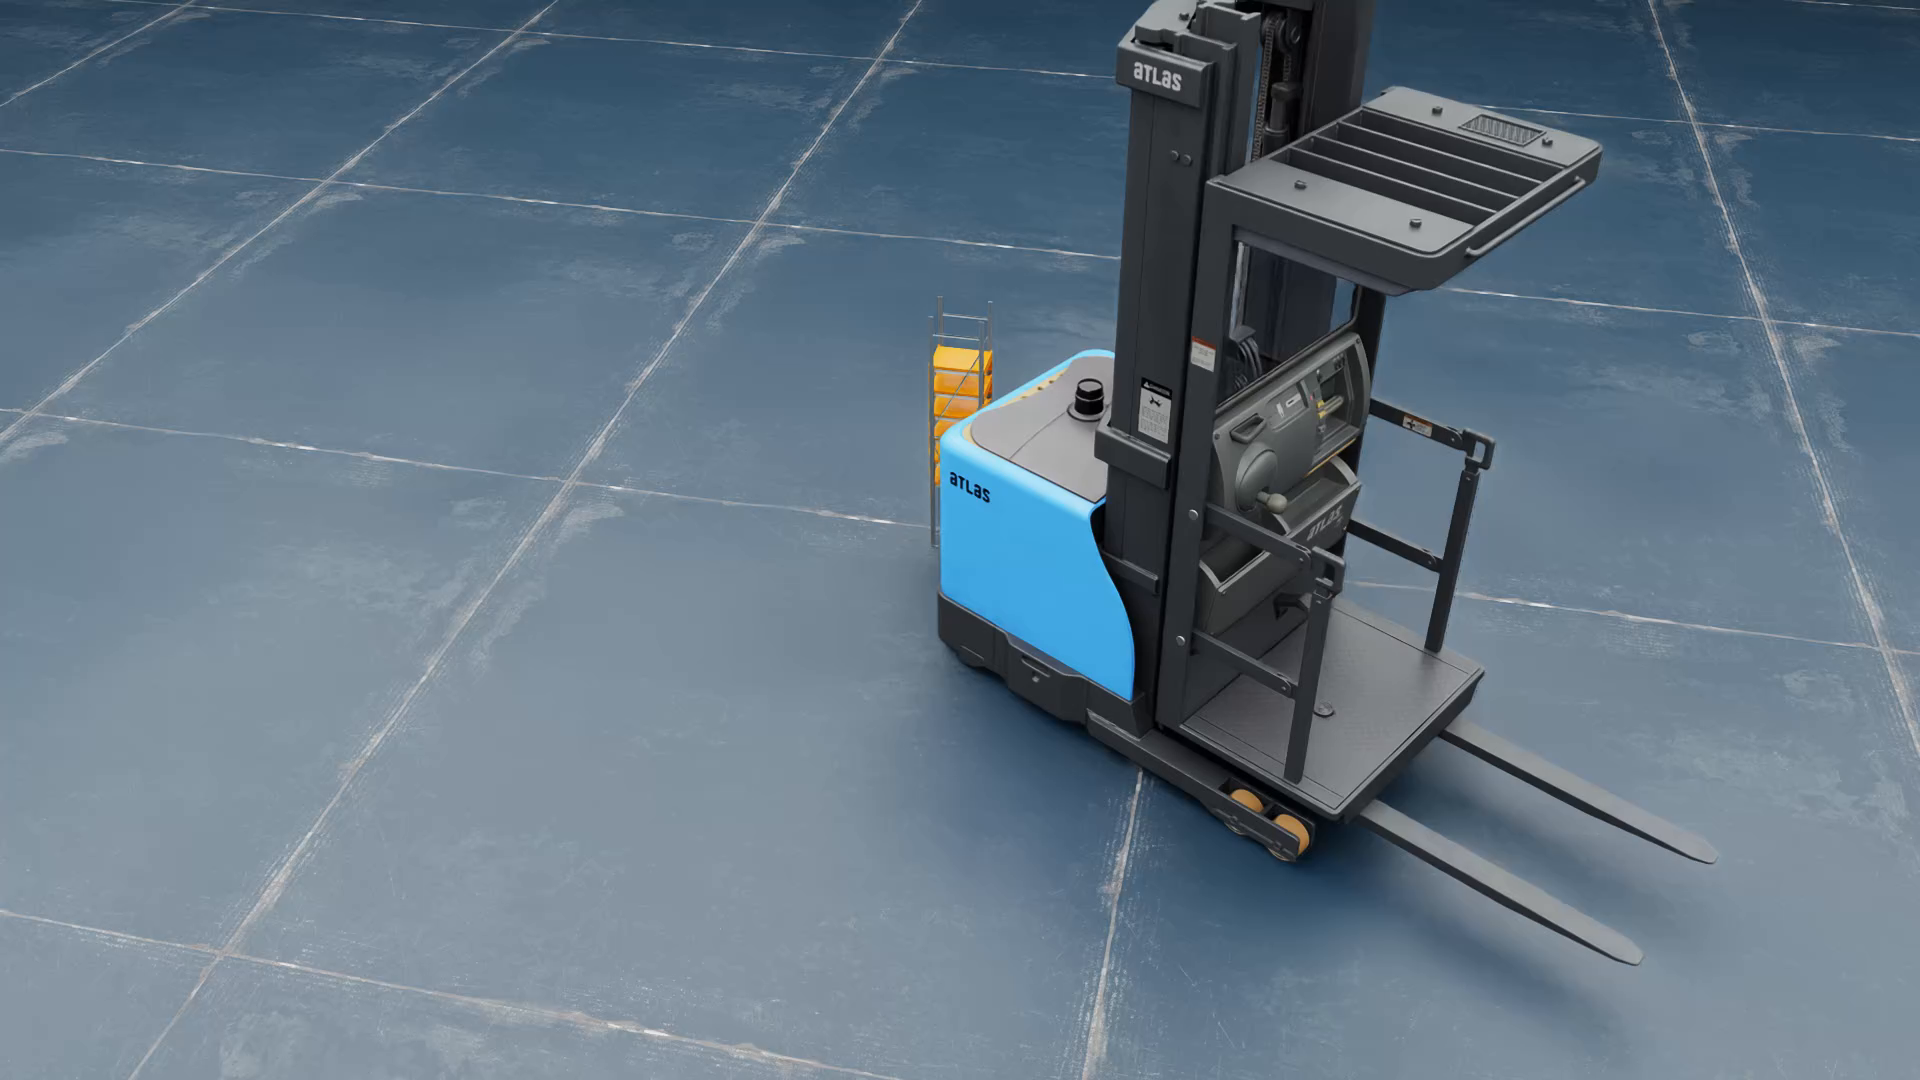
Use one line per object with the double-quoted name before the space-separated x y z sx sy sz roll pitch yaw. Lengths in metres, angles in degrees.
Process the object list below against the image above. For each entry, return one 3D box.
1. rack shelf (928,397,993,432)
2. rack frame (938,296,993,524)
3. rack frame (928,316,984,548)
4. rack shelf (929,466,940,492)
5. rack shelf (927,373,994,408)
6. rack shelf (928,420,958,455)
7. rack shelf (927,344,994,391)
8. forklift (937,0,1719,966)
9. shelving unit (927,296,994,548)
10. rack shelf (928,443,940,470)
"rack shelf" 0.003 -0.555 7.365 0.258 0.103 0.180 7 37 10
"rack frame" 0.023 -0.547 7.482 0.240 1.200 0.006 7 37 10
"rack frame" -0.016 -0.442 7.337 0.240 1.200 0.006 7 37 10
"rack shelf" 0.003 -0.264 7.576 0.258 0.103 0.180 7 37 10
"rack shelf" 0.003 -0.652 7.295 0.258 0.103 0.180 7 37 10
"rack shelf" 0.003 -0.458 7.435 0.258 0.103 0.180 7 37 10
"rack shelf" 0.003 -0.750 7.224 0.258 0.103 0.180 7 37 10
"forklift" 1.330 -0.358 5.746 3.031 2.935 1.130 28 45 33
"shelving unit" 0.003 -0.494 7.409 0.258 1.200 0.189 7 37 10
"rack shelf" 0.003 -0.361 7.506 0.258 0.103 0.180 7 37 10
